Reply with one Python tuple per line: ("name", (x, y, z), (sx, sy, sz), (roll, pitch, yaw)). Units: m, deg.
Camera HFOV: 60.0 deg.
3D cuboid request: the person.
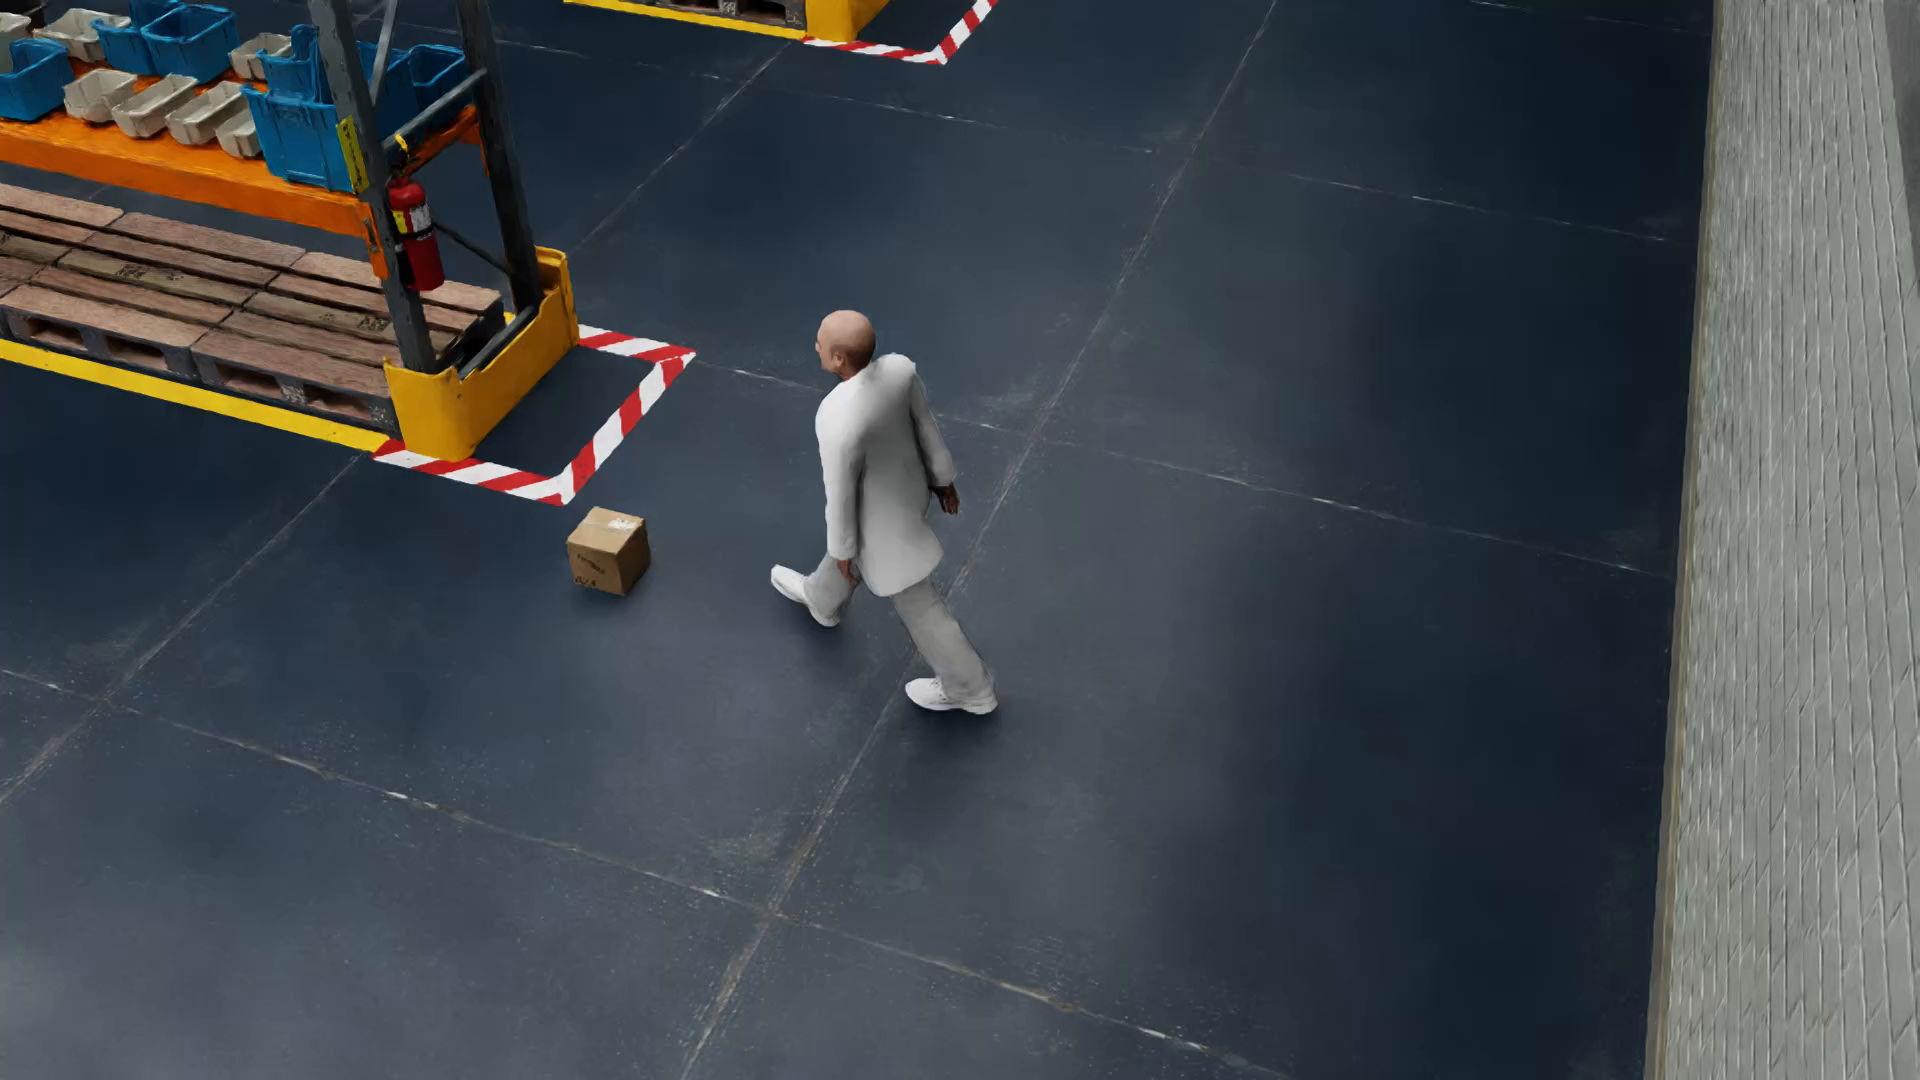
("person", (-0.364, -0.151, 6.354), (1.154, 1.684, 0.616), (17, 44, 18))
